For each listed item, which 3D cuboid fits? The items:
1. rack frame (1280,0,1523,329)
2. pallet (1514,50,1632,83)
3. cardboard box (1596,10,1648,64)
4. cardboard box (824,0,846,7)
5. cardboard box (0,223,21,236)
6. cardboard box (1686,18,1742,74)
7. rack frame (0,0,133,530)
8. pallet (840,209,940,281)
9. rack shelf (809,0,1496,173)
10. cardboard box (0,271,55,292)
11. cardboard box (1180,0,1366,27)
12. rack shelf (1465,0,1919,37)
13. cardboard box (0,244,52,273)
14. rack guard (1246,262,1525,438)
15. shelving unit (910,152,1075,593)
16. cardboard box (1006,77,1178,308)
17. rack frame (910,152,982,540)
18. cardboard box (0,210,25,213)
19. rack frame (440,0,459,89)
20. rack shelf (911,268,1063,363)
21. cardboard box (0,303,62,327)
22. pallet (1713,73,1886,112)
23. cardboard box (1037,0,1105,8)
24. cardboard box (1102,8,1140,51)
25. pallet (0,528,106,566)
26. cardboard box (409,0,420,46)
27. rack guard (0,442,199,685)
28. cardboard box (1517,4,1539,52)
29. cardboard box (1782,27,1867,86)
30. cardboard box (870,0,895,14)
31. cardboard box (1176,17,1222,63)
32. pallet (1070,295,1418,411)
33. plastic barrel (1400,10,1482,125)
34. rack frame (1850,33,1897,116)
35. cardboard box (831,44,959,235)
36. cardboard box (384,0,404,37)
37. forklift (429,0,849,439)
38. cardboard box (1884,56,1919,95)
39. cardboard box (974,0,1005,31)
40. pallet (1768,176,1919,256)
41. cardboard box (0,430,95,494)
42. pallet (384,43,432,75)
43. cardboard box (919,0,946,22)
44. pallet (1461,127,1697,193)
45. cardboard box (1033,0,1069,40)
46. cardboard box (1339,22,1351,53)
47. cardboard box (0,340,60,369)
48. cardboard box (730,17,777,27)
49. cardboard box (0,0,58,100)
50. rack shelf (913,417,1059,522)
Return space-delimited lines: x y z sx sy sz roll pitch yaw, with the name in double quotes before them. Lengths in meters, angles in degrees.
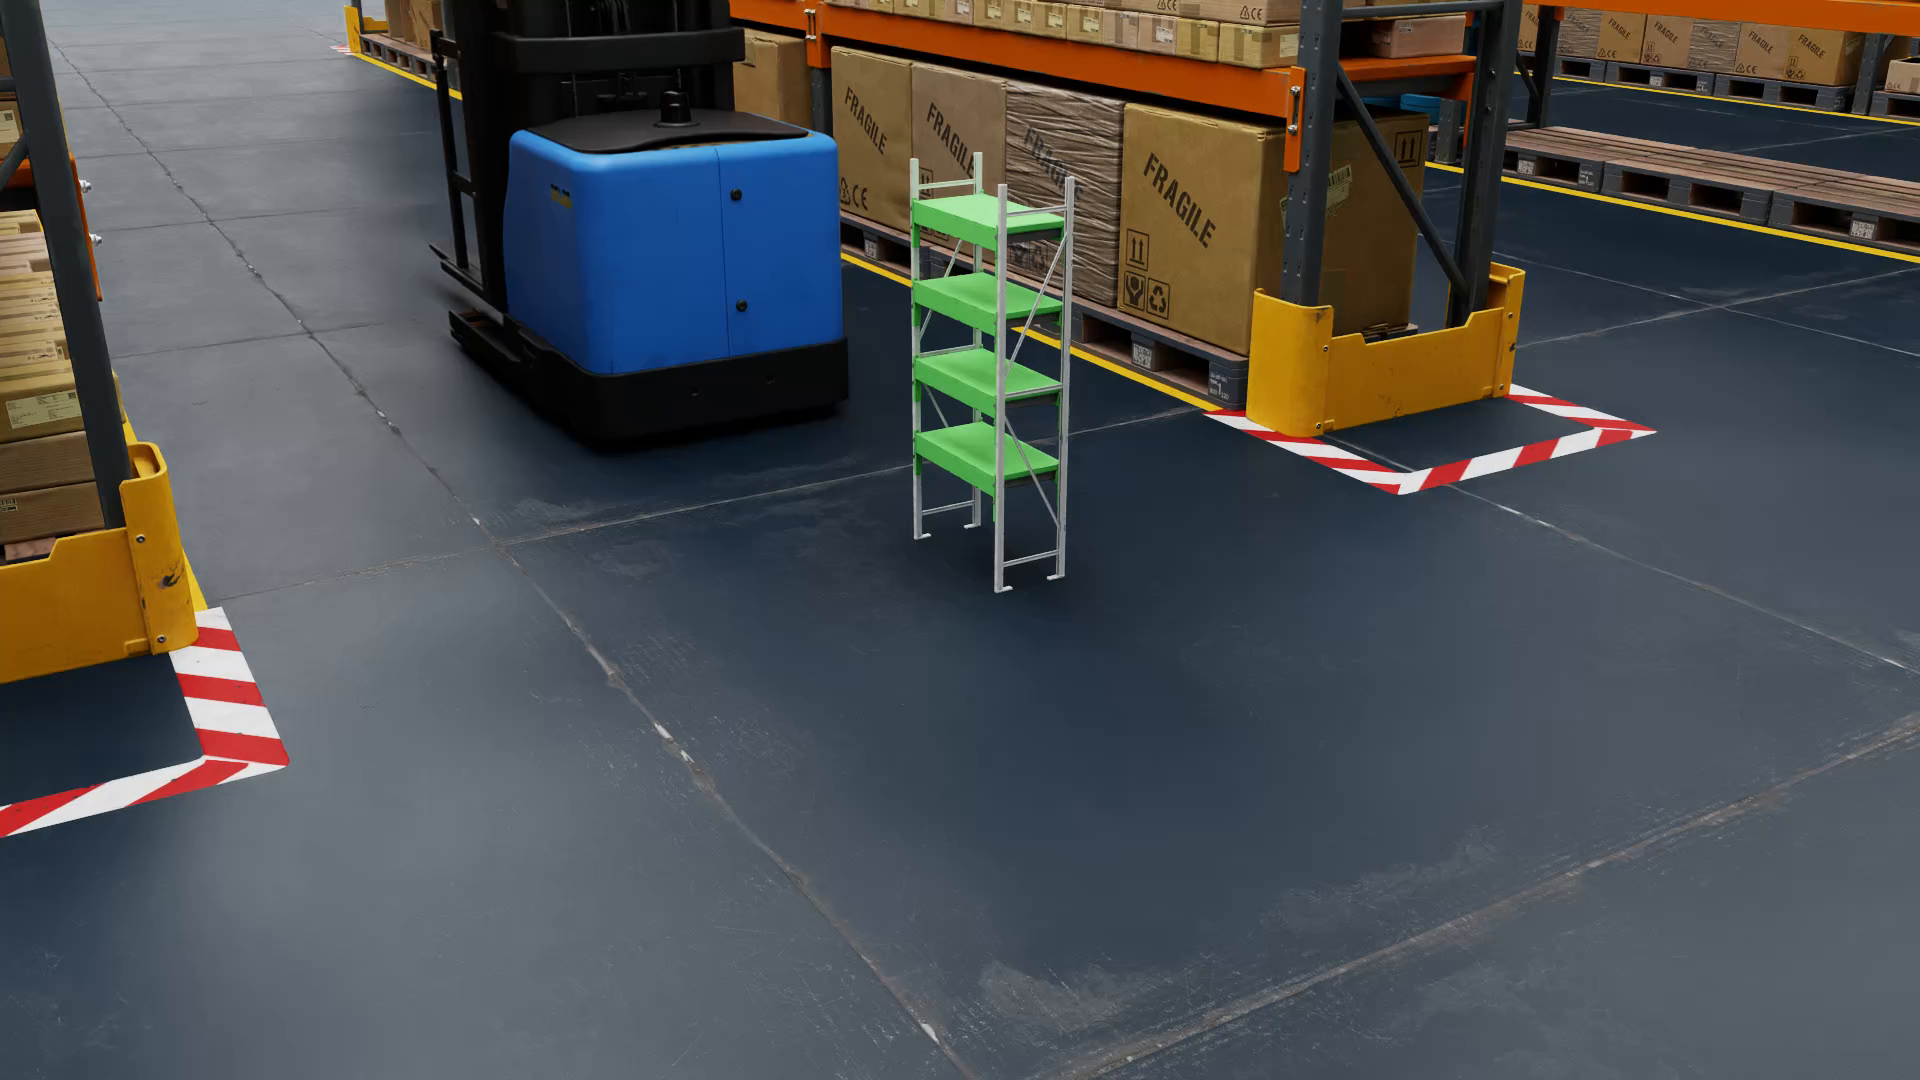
"rack frame" 1.668 -1.939 6.099 1.000 3.000 0.127 -13 25 -28
"pallet" 6.449 -4.892 17.067 1.003 0.211 1.213 -13 25 -28
"cardboard box" 6.611 -4.945 16.229 0.500 0.500 0.500 -13 25 -29
"cardboard box" -0.510 -2.958 8.939 0.380 0.149 0.250 -13 25 -28
"cardboard box" -3.922 -1.144 6.580 0.380 0.149 0.250 -12 25 -27
"cardboard box" 7.144 -4.613 15.412 0.500 0.500 0.500 -12 25 -28
"rack frame" -2.647 -1.018 3.832 1.000 3.000 0.127 -13 25 -28
"pallet" -0.054 -1.681 9.167 1.003 0.211 1.213 -13 25 -28
"rack shelf" 0.647 -2.253 7.827 1.077 0.370 4.000 -13 25 -28
"cardboard box" -3.312 -0.824 5.794 0.380 0.149 0.250 -12 25 -27
"cardboard box" 1.192 -2.113 6.331 0.500 0.250 0.500 -13 26 -29
"rack shelf" 4.905 -3.206 10.171 1.077 0.370 4.000 -13 25 -28
"cardboard box" -3.556 -0.989 6.199 0.380 0.149 0.250 -14 26 -30
"rack guard" 1.680 -0.773 6.550 1.175 0.500 0.348 -13 25 -28
"shelving unit" 0.085 -0.502 4.954 0.258 1.200 0.503 -13 25 -28
"cardboard box" 0.808 -1.636 7.616 0.875 0.875 0.875 -13 25 -28
"rack frame" -0.040 -0.581 5.148 0.240 1.200 0.015 -13 25 -28
"cardboard box" -4.121 -1.322 7.018 0.380 0.149 0.250 -12 25 -28
"rack frame" -4.462 -5.824 15.656 1.000 3.000 0.127 -13 25 -28
"rack shelf" 0.085 -0.665 4.887 0.258 0.148 0.480 -13 25 -28
"cardboard box" -3.084 -0.639 5.338 0.380 0.149 0.250 -14 26 -31
"pallet" 7.695 -4.102 15.124 1.003 0.211 1.213 -13 25 -28
"cardboard box" 0.674 -2.442 7.141 0.500 0.250 0.500 -14 26 -30
"cardboard box" 0.814 -2.121 6.880 0.380 0.149 0.250 -12 25 -27
"pallet" -3.071 -0.020 5.081 1.003 0.211 1.213 -13 25 -28
"cardboard box" -5.562 -5.556 17.760 0.500 0.500 0.500 -10 24 -23
"rack guard" -2.686 0.116 4.363 1.175 0.500 0.348 -13 25 -28
"cardboard box" 6.087 -5.276 17.045 0.500 0.500 0.500 -11 25 -26
"cardboard box" 7.645 -4.289 14.614 0.500 0.500 0.500 -13 25 -29
"cardboard box" -0.241 -2.788 8.520 0.380 0.149 0.250 -12 25 -27
"cardboard box" 1.069 -1.958 6.480 0.380 0.149 0.250 -12 25 -28
"pallet" 1.192 -0.891 7.223 1.003 0.211 1.213 -13 25 -28
"plastic barrel" 3.620 -3.588 12.385 0.600 0.901 0.708 -13 25 -28
"rack frame" 8.143 -5.138 13.969 1.000 3.000 0.127 -13 25 -28
"cardboard box" -0.107 -2.215 9.042 0.875 0.875 0.875 -13 25 -28
"cardboard box" -6.200 -5.950 18.728 0.500 0.500 0.500 -8 23 -18
"forklift" -1.620 -2.230 6.906 1.130 2.935 3.031 -13 25 -28
"cardboard box" 8.172 -3.919 13.956 0.500 0.311 0.500 -13 25 -28
"cardboard box" 0.288 -2.454 7.698 0.380 0.149 0.250 -13 26 -30
"pallet" 5.538 -1.874 9.643 1.003 0.211 1.213 -13 25 -28
"cardboard box" -2.694 -0.248 4.772 0.380 0.149 0.250 -11 25 -26
"pallet" -5.462 -5.138 17.671 1.003 0.211 1.213 -13 25 -28
"cardboard box" 0.026 -2.620 8.108 0.380 0.149 0.250 -13 25 -29
"pallet" 4.292 -2.664 11.586 1.003 0.211 1.213 -13 25 -28
"cardboard box" 0.547 -2.289 7.293 0.380 0.149 0.250 -13 25 -28
"cardboard box" 1.638 -2.084 6.788 0.380 0.149 0.250 -13 25 -29
"cardboard box" -2.867 -0.468 4.918 0.380 0.149 0.250 -12 25 -27
"cardboard box" -1.176 -2.937 10.817 1.225 0.875 0.875 -14 26 -30
"cardboard box" -2.639 -1.400 4.245 0.500 0.500 0.500 -11 25 -26
"rack shelf" 0.085 -0.221 5.068 0.258 0.148 0.480 -13 25 -28
